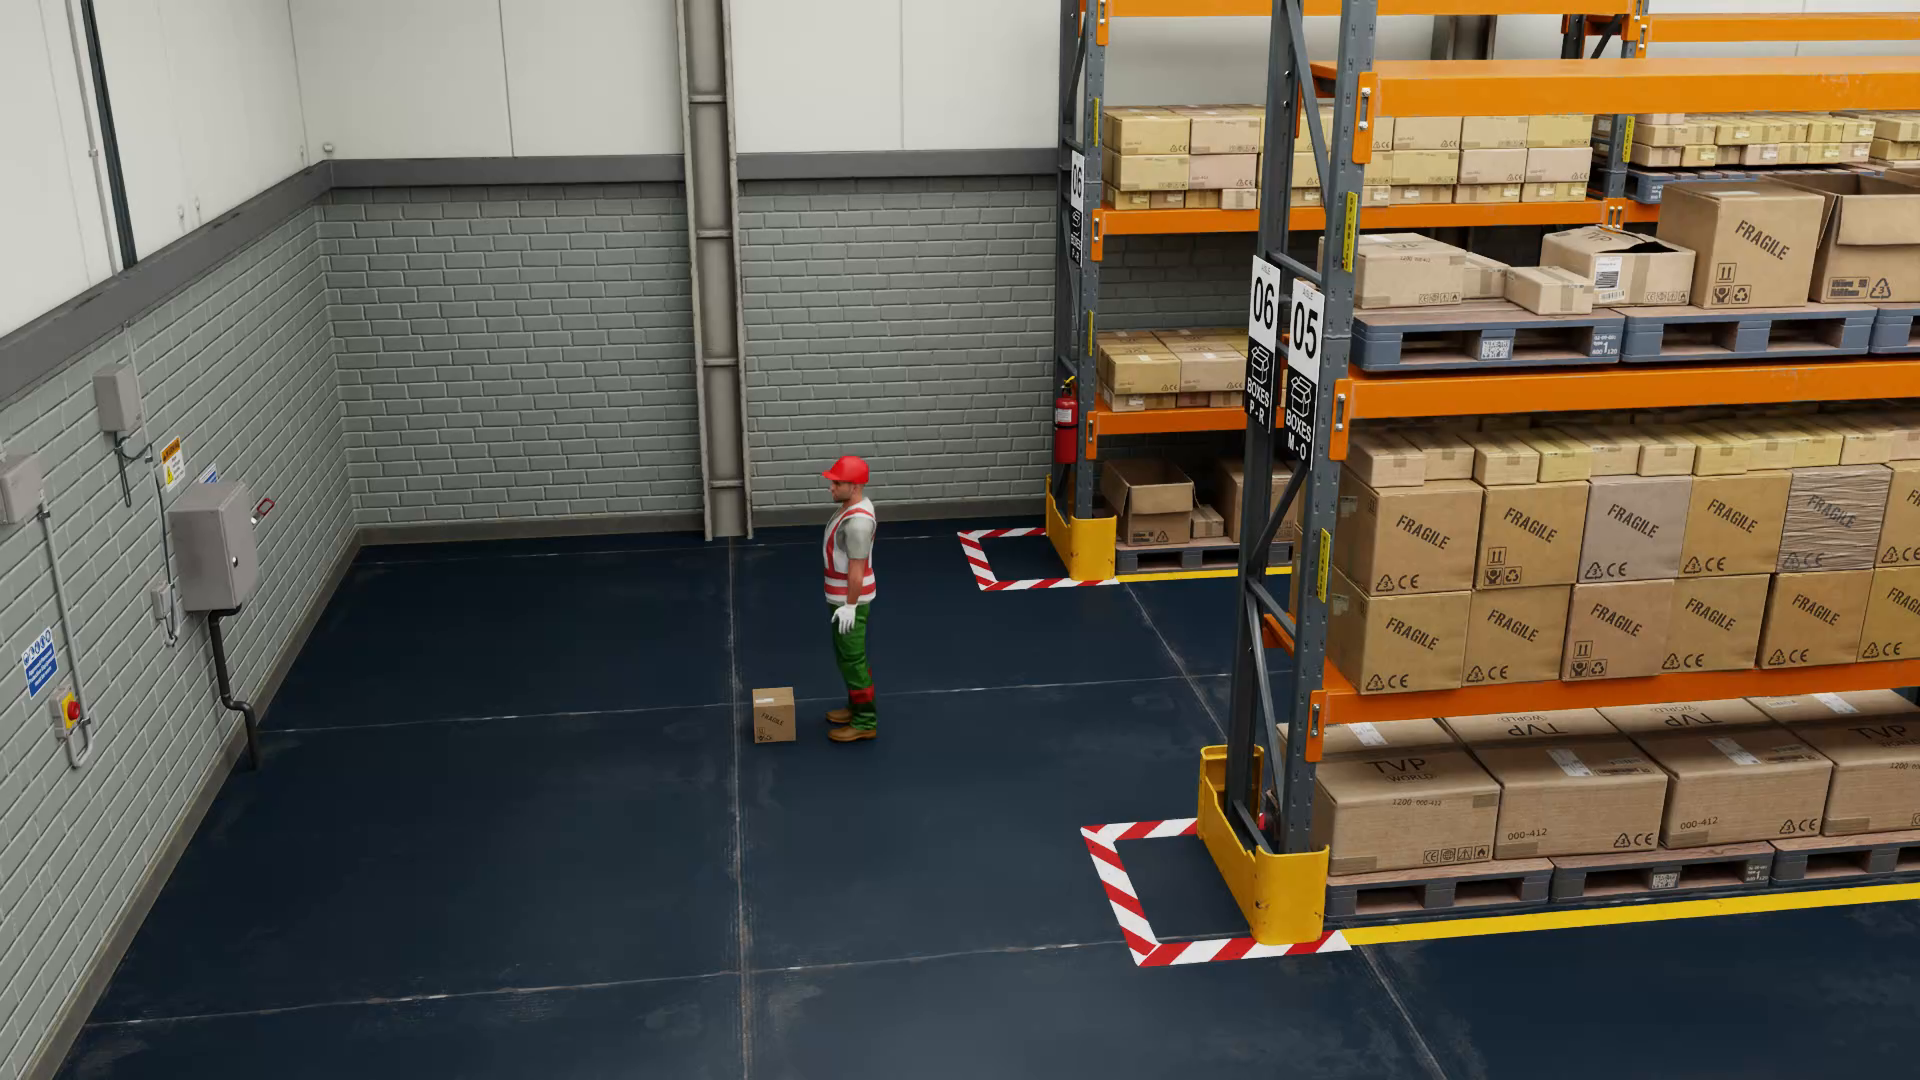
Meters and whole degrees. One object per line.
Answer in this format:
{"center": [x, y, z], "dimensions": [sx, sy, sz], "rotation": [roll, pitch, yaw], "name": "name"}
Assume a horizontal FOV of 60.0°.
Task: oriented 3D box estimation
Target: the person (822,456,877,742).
{"center": [-0.666, 0.346, 10.078], "dimensions": [0.335, 1.785, 0.524], "rotation": [-2, 20, -6], "name": "person"}
